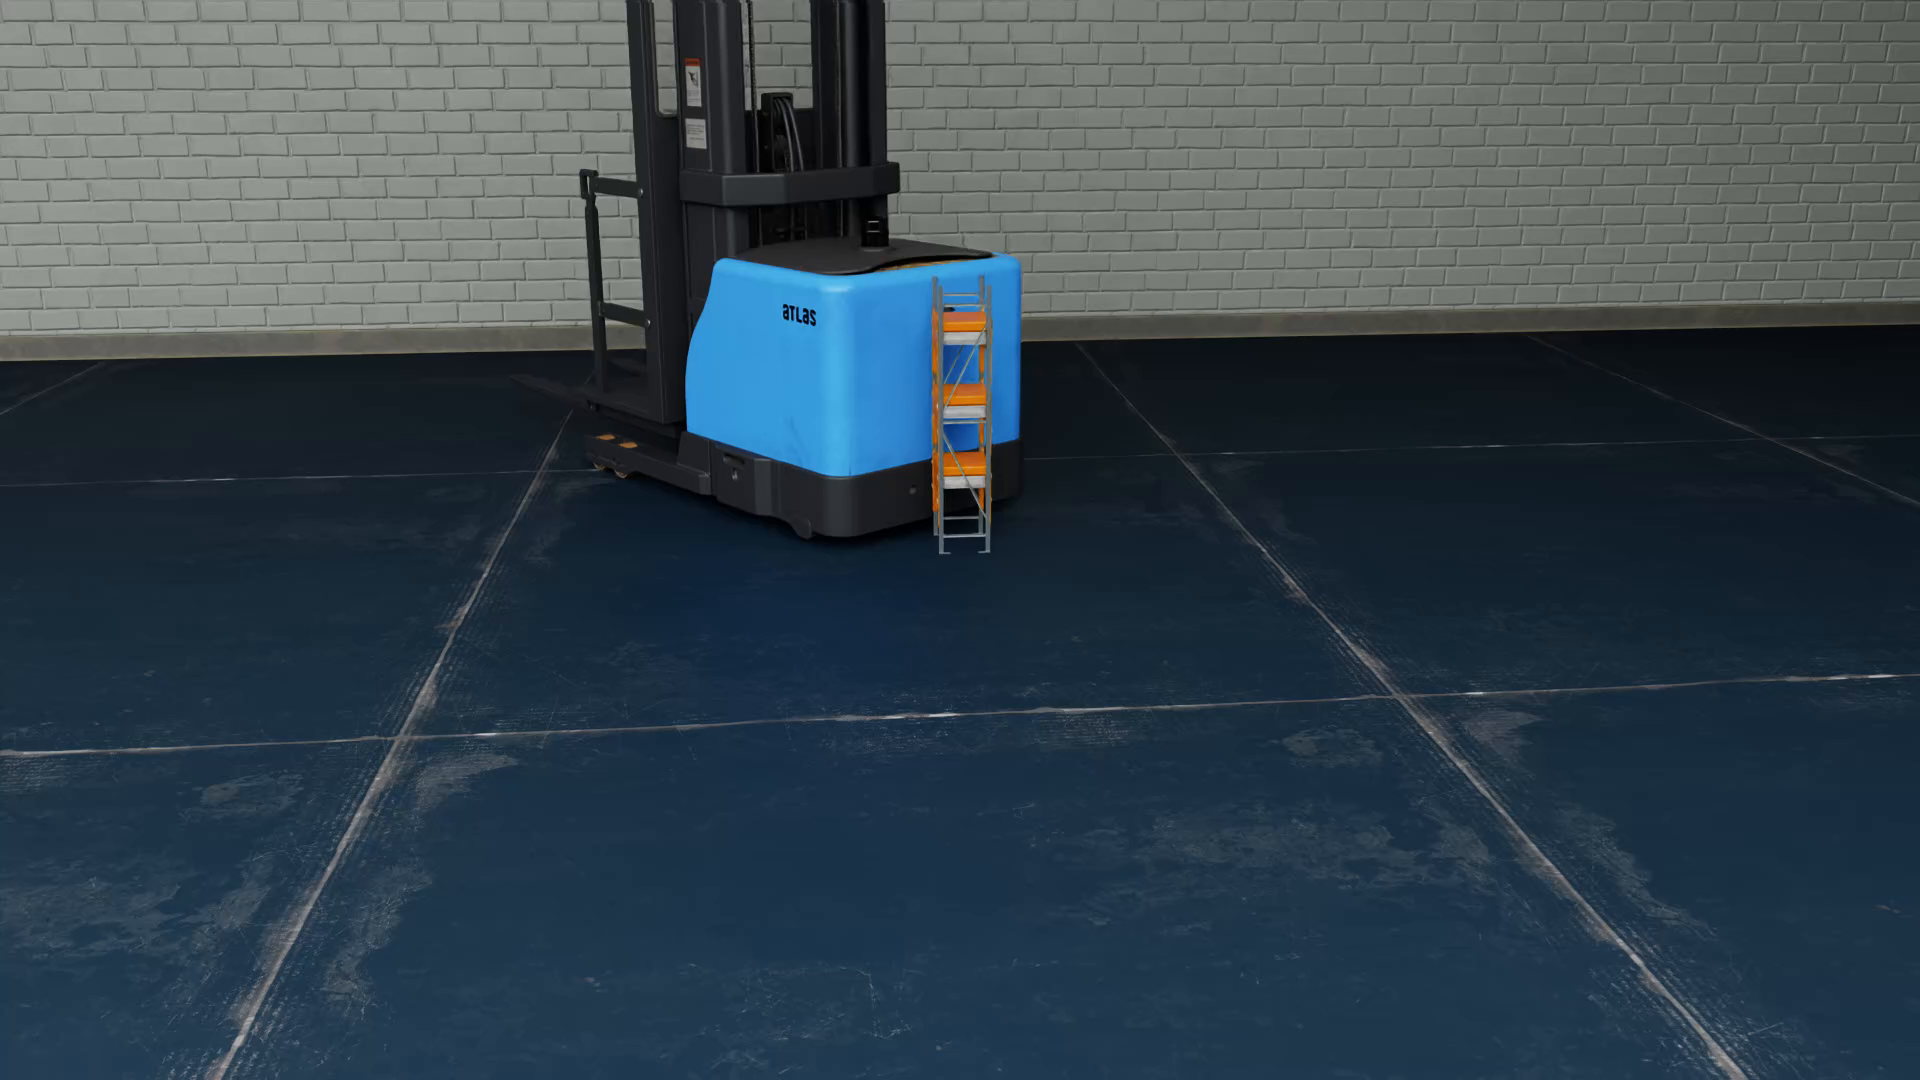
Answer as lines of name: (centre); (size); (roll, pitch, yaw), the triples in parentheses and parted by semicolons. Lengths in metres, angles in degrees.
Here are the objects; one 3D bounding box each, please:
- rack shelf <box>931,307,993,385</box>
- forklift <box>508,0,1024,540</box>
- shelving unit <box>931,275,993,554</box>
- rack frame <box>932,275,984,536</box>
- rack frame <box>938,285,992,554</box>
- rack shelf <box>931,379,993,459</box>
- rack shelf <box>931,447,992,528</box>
rack shelf: (0.006, -0.746, 6.387); (0.215, 0.259, 0.240); (-2, 18, -6)
forklift: (-1.090, -1.768, 7.416); (1.130, 2.935, 3.031); (-15, 23, -40)
shelving unit: (0.006, -0.485, 6.469); (0.215, 1.050, 0.252); (-2, 18, -6)
rack frame: (-0.007, -0.521, 6.585); (0.200, 1.050, 0.008); (-2, 18, -6)
rack frame: (0.018, -0.449, 6.353); (0.200, 1.050, 0.008); (-2, 18, -6)
rack shelf: (0.006, -0.475, 6.472); (0.215, 0.259, 0.240); (-2, 18, -6)
rack shelf: (0.006, -0.210, 6.555); (0.215, 0.259, 0.240); (-2, 18, -6)
